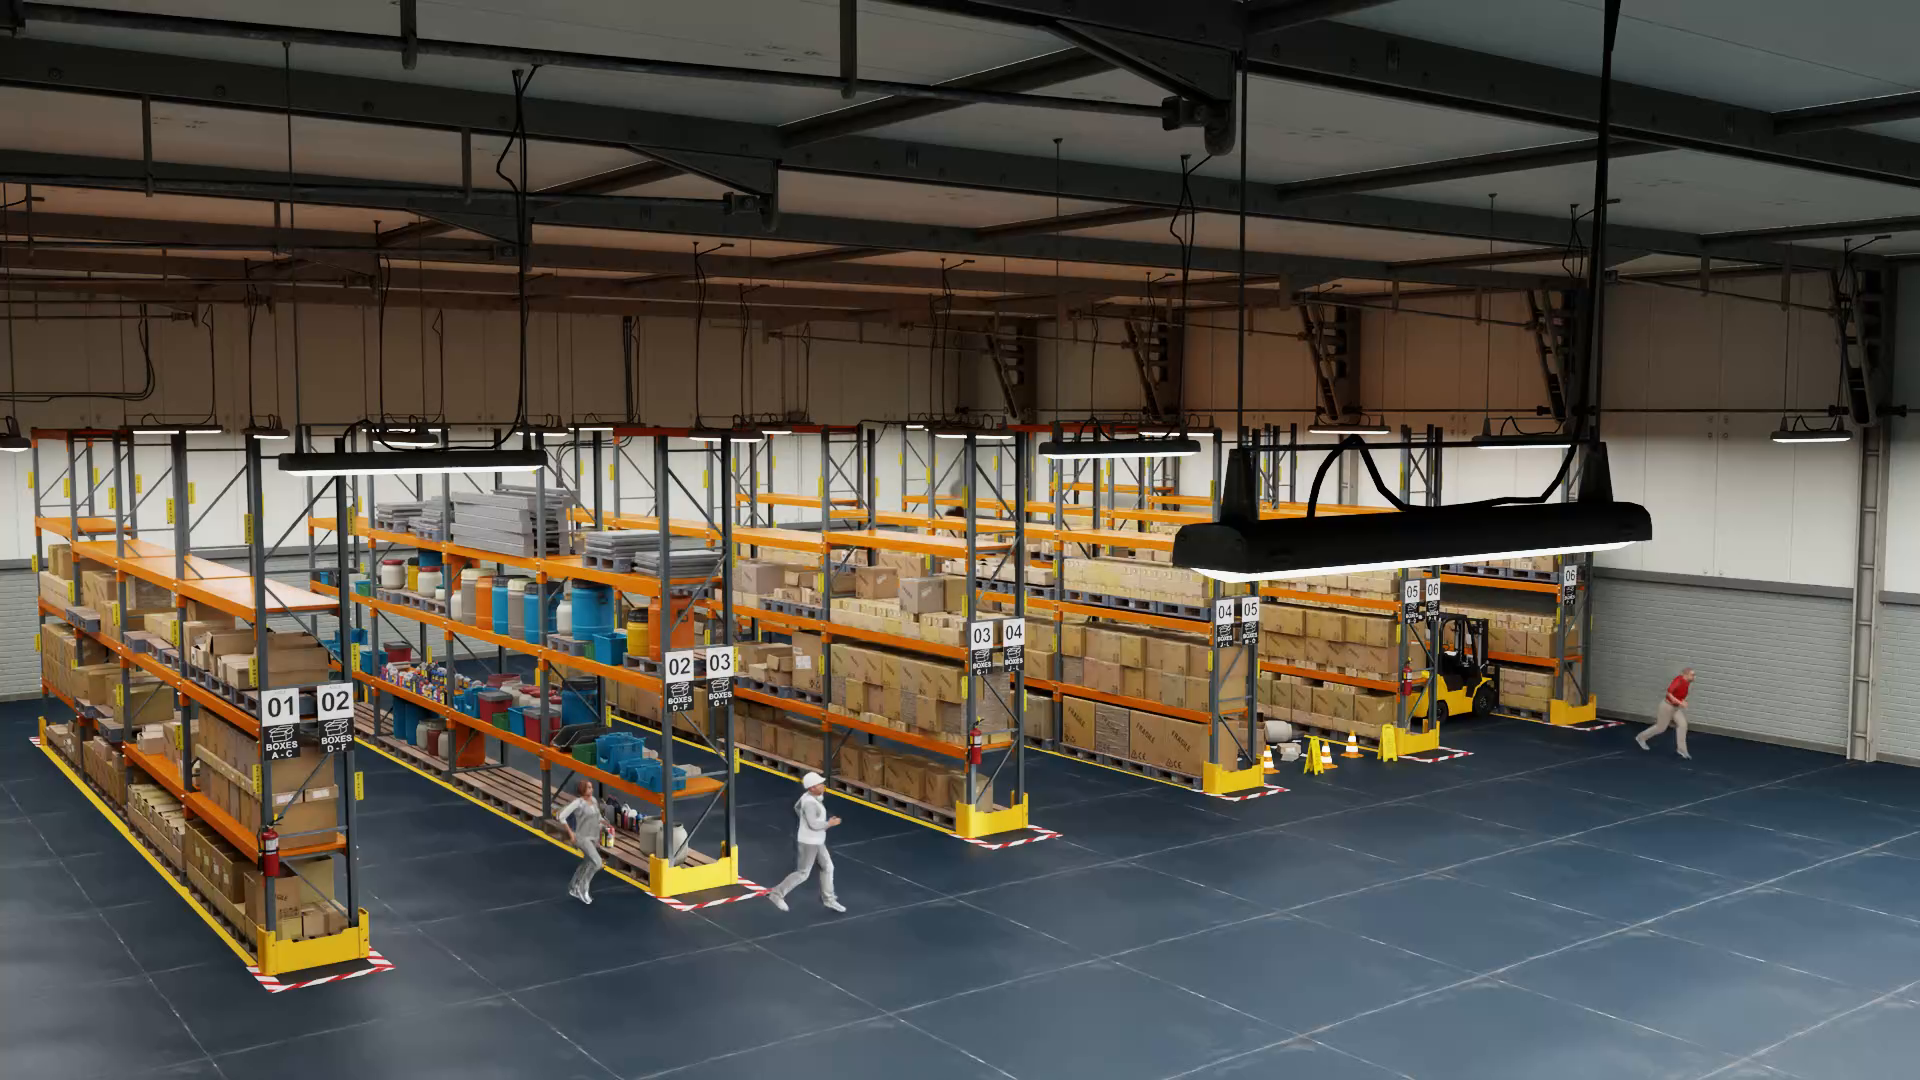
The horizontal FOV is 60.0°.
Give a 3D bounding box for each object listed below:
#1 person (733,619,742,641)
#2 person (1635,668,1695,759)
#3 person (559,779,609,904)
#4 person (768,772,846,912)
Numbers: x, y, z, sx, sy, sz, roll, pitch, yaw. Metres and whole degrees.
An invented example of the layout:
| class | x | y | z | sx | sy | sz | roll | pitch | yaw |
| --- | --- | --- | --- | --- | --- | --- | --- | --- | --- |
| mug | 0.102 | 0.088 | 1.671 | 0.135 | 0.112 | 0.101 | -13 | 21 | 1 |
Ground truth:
| class | x | y | z | sx | sy | sz | roll | pitch | yaw |
| --- | --- | --- | --- | --- | --- | --- | --- | --- | --- |
| person | -5.114 | 2.592 | 37.756 | 0.539 | 1.543 | 0.570 | -4 | 6 | -39 |
| person | 12.935 | 3.144 | 30.490 | 1.020 | 1.694 | 0.703 | 3 | 6 | 37 |
| person | -4.775 | 3.857 | 21.297 | 0.663 | 1.593 | 0.508 | 2 | 5 | 22 |
| person | -1.918 | 3.804 | 20.875 | 0.958 | 1.804 | 0.665 | 0 | 4 | -1 |
